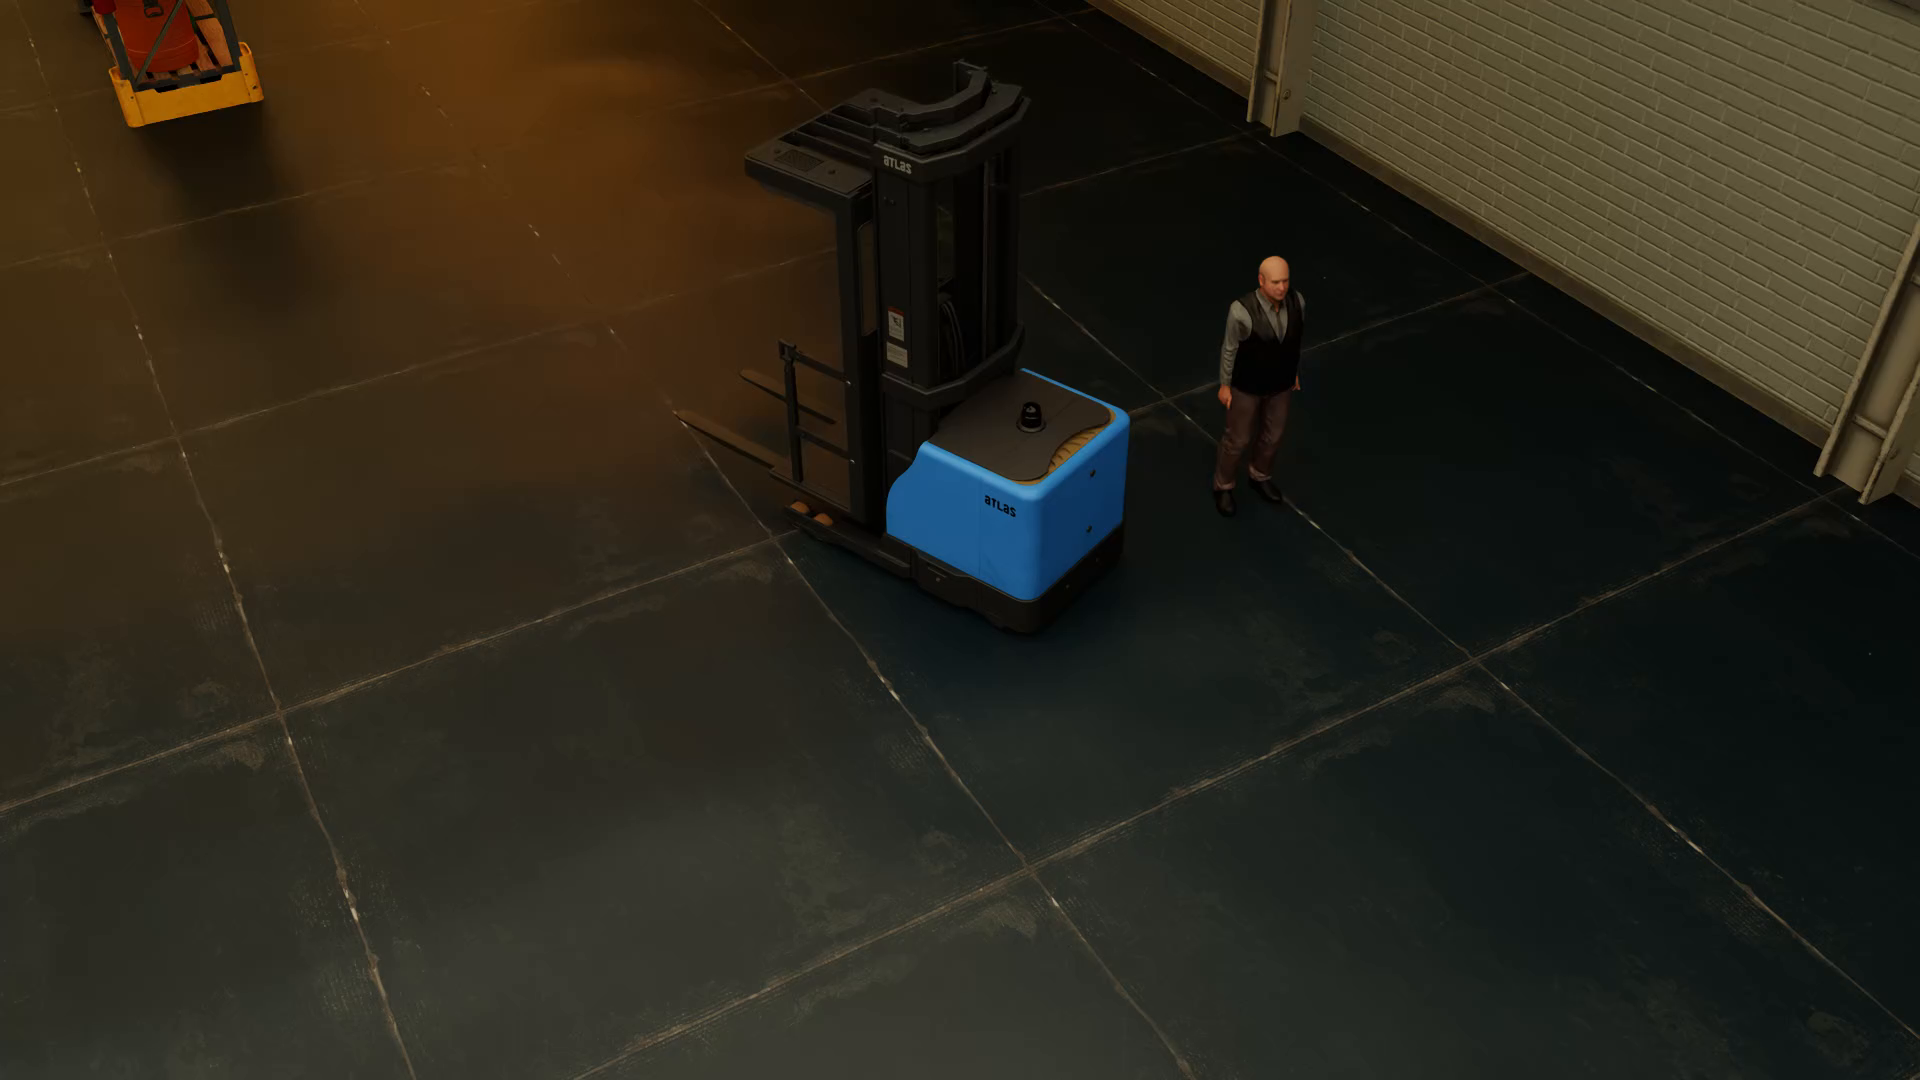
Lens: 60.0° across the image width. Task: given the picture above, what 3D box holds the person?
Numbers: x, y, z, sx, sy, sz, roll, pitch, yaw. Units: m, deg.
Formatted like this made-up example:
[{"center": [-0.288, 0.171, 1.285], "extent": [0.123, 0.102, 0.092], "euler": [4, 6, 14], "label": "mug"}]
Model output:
[{"center": [1.834, -0.952, 10.132], "extent": [0.544, 1.725, 0.355], "euler": [-15, 42, -17], "label": "person"}]

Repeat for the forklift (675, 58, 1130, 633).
[{"center": [-0.481, -1.366, 9.683], "extent": [3.031, 2.935, 1.130], "euler": [26, 46, 28], "label": "forklift"}]
